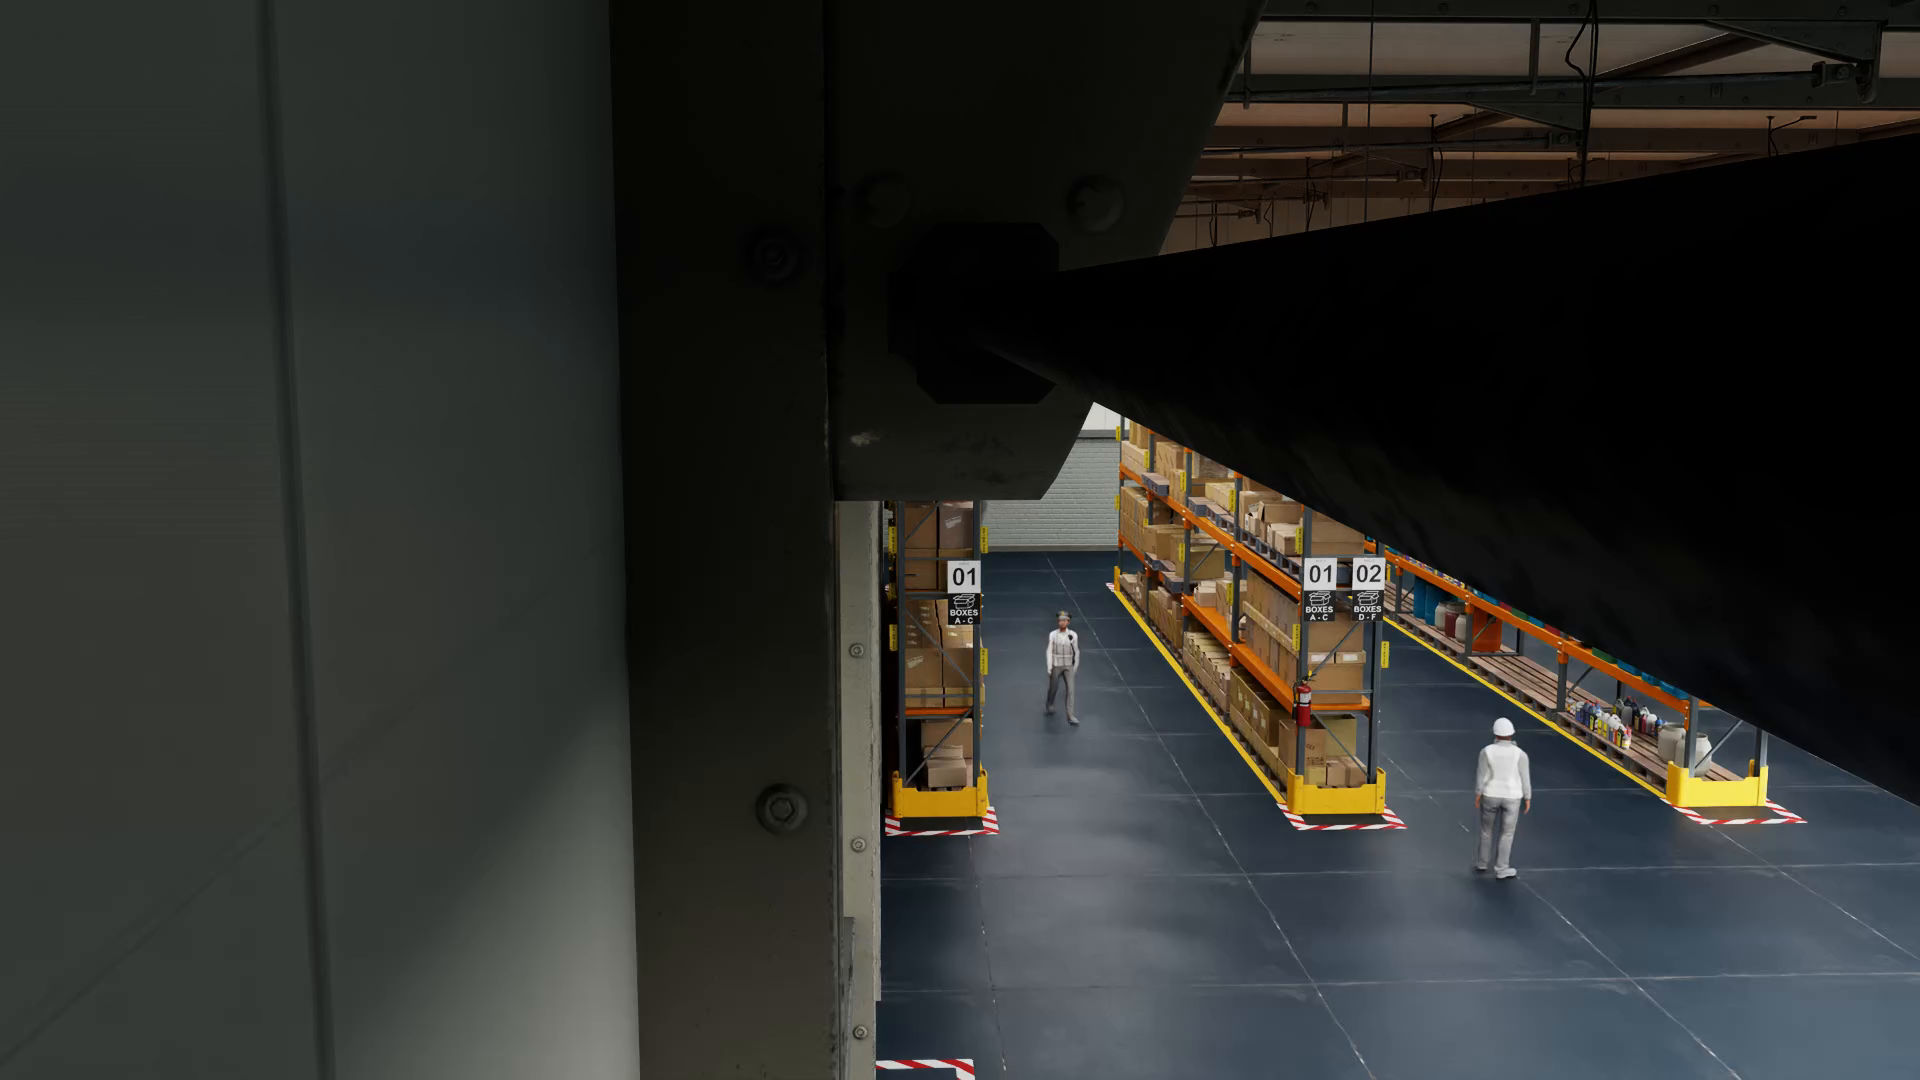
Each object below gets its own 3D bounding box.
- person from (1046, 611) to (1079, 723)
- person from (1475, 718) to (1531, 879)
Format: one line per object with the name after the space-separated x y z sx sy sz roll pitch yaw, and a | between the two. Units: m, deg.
1.553 1.902 25.171 0.571 1.638 0.960 -2 9 -15 | person
6.010 2.831 18.382 0.595 1.791 0.492 4 9 28 | person
